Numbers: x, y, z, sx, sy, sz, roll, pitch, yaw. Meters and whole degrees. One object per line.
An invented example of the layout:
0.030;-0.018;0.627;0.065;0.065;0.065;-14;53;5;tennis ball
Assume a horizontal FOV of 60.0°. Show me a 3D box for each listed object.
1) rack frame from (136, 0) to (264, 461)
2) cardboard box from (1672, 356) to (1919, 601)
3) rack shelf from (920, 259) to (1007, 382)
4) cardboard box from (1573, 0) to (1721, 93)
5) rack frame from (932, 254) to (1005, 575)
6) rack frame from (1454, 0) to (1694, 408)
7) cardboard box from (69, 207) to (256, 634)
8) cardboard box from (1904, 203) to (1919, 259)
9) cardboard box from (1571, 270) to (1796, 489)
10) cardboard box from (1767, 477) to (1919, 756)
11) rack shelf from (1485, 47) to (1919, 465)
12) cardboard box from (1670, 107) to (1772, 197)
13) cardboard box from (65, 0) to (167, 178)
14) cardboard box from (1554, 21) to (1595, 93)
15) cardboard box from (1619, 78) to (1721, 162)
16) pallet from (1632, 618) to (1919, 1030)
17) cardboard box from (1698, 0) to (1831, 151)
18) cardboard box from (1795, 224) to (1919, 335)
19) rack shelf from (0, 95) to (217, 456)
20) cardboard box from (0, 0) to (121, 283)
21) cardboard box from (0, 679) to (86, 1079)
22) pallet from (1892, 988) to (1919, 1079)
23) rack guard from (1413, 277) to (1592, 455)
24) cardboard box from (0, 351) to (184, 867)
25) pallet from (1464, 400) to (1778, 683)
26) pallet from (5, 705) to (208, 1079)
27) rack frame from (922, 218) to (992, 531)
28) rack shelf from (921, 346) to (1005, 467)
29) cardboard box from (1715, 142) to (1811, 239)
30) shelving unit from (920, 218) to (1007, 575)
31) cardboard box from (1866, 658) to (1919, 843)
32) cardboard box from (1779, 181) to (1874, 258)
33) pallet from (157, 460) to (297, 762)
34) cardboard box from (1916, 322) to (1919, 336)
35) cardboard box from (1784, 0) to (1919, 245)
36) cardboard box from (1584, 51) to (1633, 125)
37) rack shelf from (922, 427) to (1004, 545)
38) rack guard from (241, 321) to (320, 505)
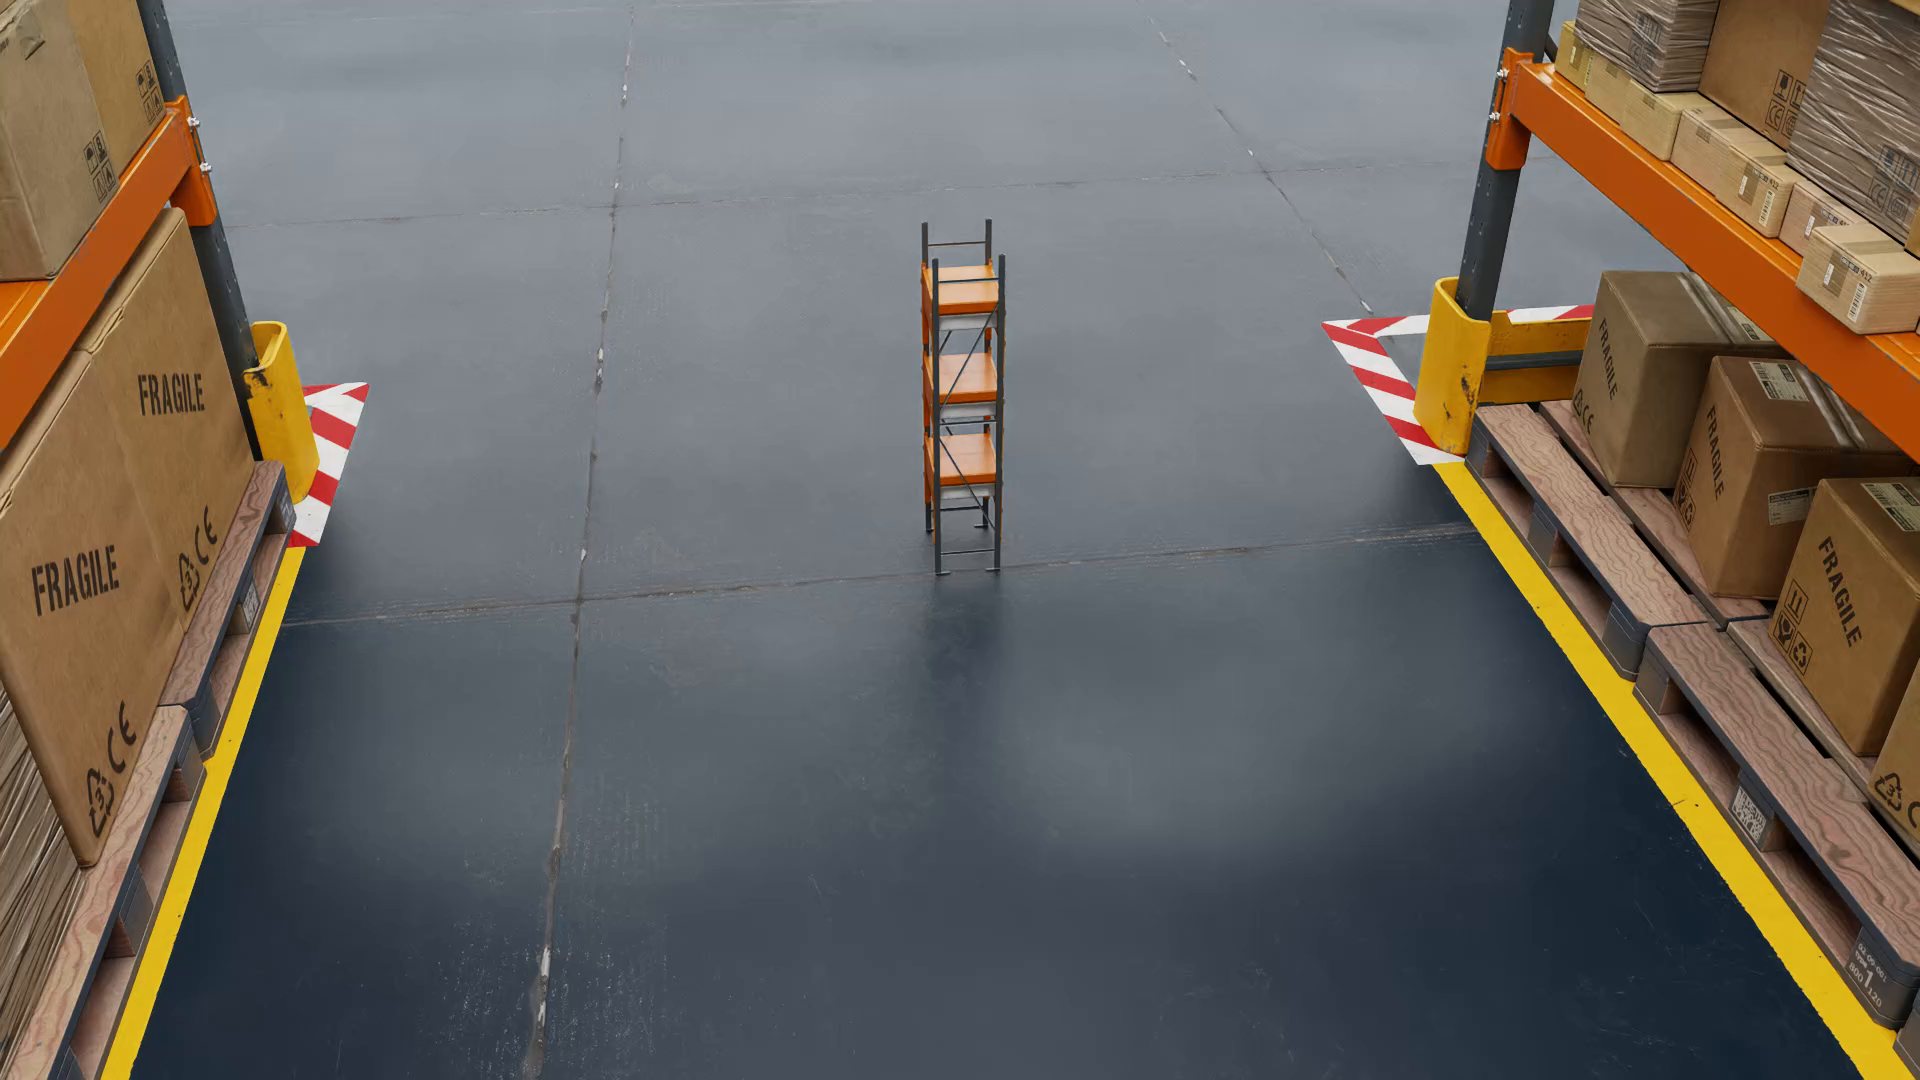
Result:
-2.735;-1.389;4.624;1.000;3.000;0.127;-4;35;-6;rack frame
2.376;-0.168;4.680;0.500;0.500;0.500;4;35;6;cardboard box
0.007;-0.630;4.757;0.215;0.259;0.240;-4;35;-6;rack shelf
2.241;-1.563;4.528;0.875;0.500;0.500;-4;35;-6;cardboard box
0.024;-0.336;4.811;0.200;1.050;0.008;-4;35;-6;rack frame
2.194;-1.708;5.093;1.000;3.000;0.127;-4;35;-6;rack frame
-2.578;-0.311;4.557;0.875;0.875;0.875;-4;34;-6;cardboard box
2.507;-0.731;3.307;0.875;0.500;0.500;-4;35;-6;cardboard box
2.261;-0.499;5.165;0.500;0.500;0.500;2;34;2;cardboard box
2.441;0.183;4.165;0.500;0.500;0.500;-1;34;-2;cardboard box
2.463;-0.295;3.658;1.077;0.370;4.000;-4;35;-6;rack shelf
2.084;-1.008;4.288;0.380;0.149;0.250;-4;35;-6;cardboard box
-2.640;-1.247;4.283;0.875;0.550;0.550;-4;35;-6;cardboard box
1.996;-1.427;4.904;0.380;0.149;0.250;-4;35;-6;cardboard box
2.029;-1.146;4.491;0.380;0.149;0.250;-4;35;-6;cardboard box
2.439;0.622;4.150;1.003;0.211;1.213;-4;35;-6;pallet
2.427;-1.293;4.132;0.875;0.500;0.500;-4;35;-6;cardboard box
2.102;-0.583;3.665;0.380;0.149;0.250;-4;35;-6;cardboard box
-2.466;0.024;3.189;1.077;0.370;4.000;-4;35;-6;rack shelf
-2.544;-0.942;3.835;0.875;0.550;0.550;-4;35;-6;cardboard box
-2.337;0.689;3.090;0.875;0.875;0.875;-4;34;-6;cardboard box
2.607;1.304;3.149;1.003;0.211;1.213;-4;35;-6;pallet
2.204;-0.633;5.735;1.175;0.500;0.348;-4;35;-6;rack guard
-2.458;0.180;3.836;0.875;0.875;0.875;-5;35;-7;cardboard box
2.278;-0.057;5.147;1.003;0.211;1.213;-4;35;-6;pallet
-2.389;0.883;3.767;1.003;0.211;1.213;-4;35;-6;pallet
-0.009;-0.472;5.010;0.200;1.050;0.008;-4;35;-6;rack frame
0.007;-0.395;4.916;0.215;0.259;0.240;-4;35;-6;rack shelf
2.110;-0.868;4.083;0.380;0.149;0.250;-4;35;-6;cardboard box
0.007;-0.404;4.911;0.215;1.050;0.252;-4;35;-6;shelving unit
2.472;0.498;3.703;0.500;0.500;0.500;-7;35;-11;cardboard box
2.171;-0.730;3.881;0.380;0.149;0.250;-4;35;-6;cardboard box
-2.550;0.204;4.764;1.003;0.211;1.213;-4;35;-6;pallet
2.267;-0.453;3.475;0.380;0.149;0.250;-4;35;-6;cardboard box
2.451;-1.011;3.717;0.875;0.500;0.500;-4;35;-6;cardboard box
2.011;-1.286;4.697;0.380;0.149;0.250;-4;35;-6;cardboard box
0.007;-0.166;5.073;0.215;0.259;0.240;-4;35;-6;rack shelf
-2.738;-0.369;5.348;1.175;0.500;0.348;-4;35;-6;rack guard
